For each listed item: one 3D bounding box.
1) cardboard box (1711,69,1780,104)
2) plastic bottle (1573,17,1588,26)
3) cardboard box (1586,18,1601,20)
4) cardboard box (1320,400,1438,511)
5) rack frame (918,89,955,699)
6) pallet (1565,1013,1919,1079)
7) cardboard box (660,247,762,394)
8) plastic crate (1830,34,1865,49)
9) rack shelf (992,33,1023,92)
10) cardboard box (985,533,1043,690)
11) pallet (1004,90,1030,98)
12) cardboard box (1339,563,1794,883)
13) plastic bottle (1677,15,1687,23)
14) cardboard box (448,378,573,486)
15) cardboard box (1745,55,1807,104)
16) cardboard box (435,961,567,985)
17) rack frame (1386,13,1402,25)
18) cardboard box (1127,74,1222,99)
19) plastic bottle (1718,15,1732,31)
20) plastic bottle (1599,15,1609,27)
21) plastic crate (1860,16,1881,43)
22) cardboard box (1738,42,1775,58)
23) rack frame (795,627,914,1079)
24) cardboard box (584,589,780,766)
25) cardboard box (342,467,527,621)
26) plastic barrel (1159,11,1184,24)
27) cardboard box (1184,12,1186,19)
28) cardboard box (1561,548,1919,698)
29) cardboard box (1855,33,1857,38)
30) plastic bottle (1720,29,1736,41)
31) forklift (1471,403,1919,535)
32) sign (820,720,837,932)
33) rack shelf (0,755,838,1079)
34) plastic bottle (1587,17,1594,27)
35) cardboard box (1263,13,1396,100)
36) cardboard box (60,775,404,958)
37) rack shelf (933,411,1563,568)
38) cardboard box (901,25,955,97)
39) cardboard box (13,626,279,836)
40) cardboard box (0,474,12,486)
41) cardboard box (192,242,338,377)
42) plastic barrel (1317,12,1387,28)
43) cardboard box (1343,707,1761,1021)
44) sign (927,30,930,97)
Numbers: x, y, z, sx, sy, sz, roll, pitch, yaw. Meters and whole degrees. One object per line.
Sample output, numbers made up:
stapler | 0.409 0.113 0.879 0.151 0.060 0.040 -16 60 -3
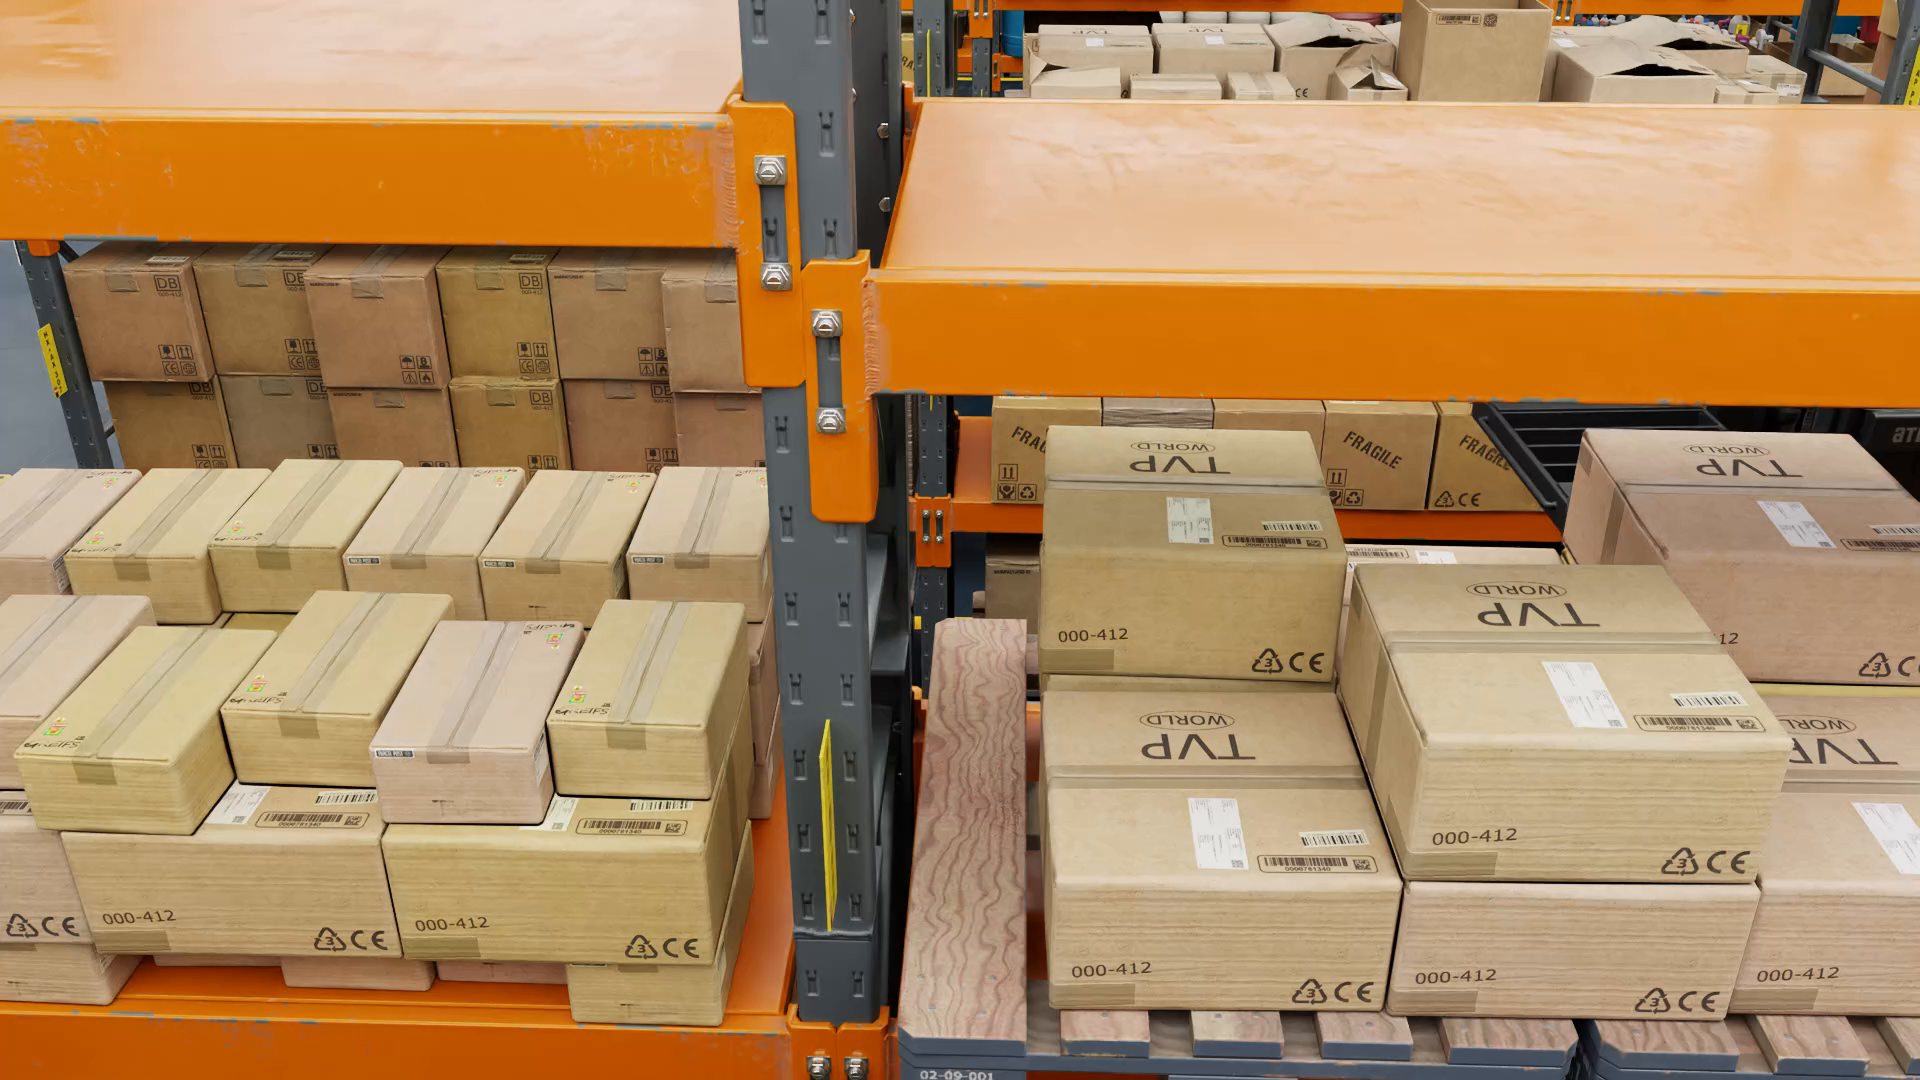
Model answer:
cardboard box | 3.281 -1.883 7.092 0.250 0.166 0.380 1 28 2
plastic bottle | 6.175 -5.029 16.586 0.185 0.351 0.144 1 28 2
cardboard box | 8.011 -6.379 21.281 0.500 0.500 0.500 1 28 2
cardboard box | 1.917 -0.474 7.835 0.500 0.500 0.500 1 28 3
rack frame | -0.110 -0.591 8.162 0.127 3.000 1.000 1 28 2
pallet | 1.466 0.561 2.986 1.003 0.211 1.213 1 28 2
cardboard box | -1.032 -1.111 7.830 0.550 0.550 0.875 1 28 2
plastic crate | 8.795 -4.932 16.569 0.243 0.136 0.396 1 28 2
rack shelf | 2.339 -4.878 17.018 4.000 0.370 1.077 1 28 2
cardboard box | 0.513 0.186 8.651 0.750 0.750 1.050 1 28 2
pallet | 0.808 -1.839 7.519 1.217 0.209 0.805 0 28 0
cardboard box | 0.884 0.263 2.526 0.500 0.250 0.500 0 28 1
plastic bottle | 7.406 -5.247 17.082 0.097 0.271 0.097 0 28 0
cardboard box | -2.099 -0.682 8.174 0.500 0.550 0.875 1 28 2
cardboard box | 3.559 -2.049 7.423 0.250 0.149 0.380 0 28 0
cardboard box | -0.759 0.606 2.970 0.250 0.149 0.380 1 28 2
rack frame | 4.338 -5.163 16.787 0.127 3.000 1.000 1 28 2
cardboard box | 0.917 -1.902 7.145 0.380 0.149 0.250 1 28 2
plastic bottle | 7.851 -5.253 17.082 0.133 0.283 0.061 1 28 2
plastic bottle | 6.614 -5.260 17.107 0.097 0.271 0.097 0 28 0
plastic crate | 9.219 -5.020 16.384 0.583 0.464 0.402 1 28 2
cardboard box | 5.544 -3.300 12.095 0.637 0.503 0.797 2 28 3
rack frame | -0.184 1.728 3.788 0.127 3.000 1.000 1 28 2
cardboard box | -0.614 0.202 3.306 0.500 0.250 0.500 0 28 1
cardboard box | -1.012 0.004 3.254 0.250 0.149 0.380 0 28 0
plastic barrel | 2.022 -5.159 16.634 0.433 0.535 0.433 0 28 0
cardboard box | 2.960 -6.609 21.402 0.500 0.311 0.500 1 28 1
cardboard box | 1.420 0.245 3.095 0.500 0.250 0.500 1 28 2
cardboard box | 11.478 -6.479 21.735 0.500 0.250 0.500 1 28 2
plastic bottle | 7.565 -4.903 16.430 0.135 0.276 0.152 1 28 2
forklift | 2.325 0.588 6.011 3.031 2.935 1.130 -1 28 -2
sign | -0.196 0.428 2.485 0.005 0.325 0.100 1 28 2
rack shelf | -2.183 0.687 3.316 4.000 0.370 1.077 1 28 2
plastic bottle | 6.415 -5.196 16.986 0.097 0.271 0.097 0 28 0
cardboard box | 1.649 -2.180 7.498 0.500 0.311 0.500 0 28 0
cardboard box | -1.140 0.448 2.842 0.500 0.250 0.500 1 28 1
rack shelf | 1.888 -0.240 8.268 4.000 0.370 1.077 1 28 2
cardboard box | -0.294 -3.407 11.982 0.500 0.500 0.500 1 28 2
cardboard box | -1.292 0.301 2.694 0.250 0.149 0.380 2 28 3
cardboard box | -2.044 0.016 3.231 0.250 0.149 0.380 1 28 3
cardboard box | -3.186 -1.210 8.017 0.550 0.550 0.875 1 28 2
plastic barrel | 3.863 -5.089 16.502 0.708 0.536 0.600 1 28 2
cardboard box | 0.893 0.489 2.635 0.500 0.250 0.500 1 28 1
sign | -0.129 -1.920 6.830 0.005 0.325 0.100 1 28 2
